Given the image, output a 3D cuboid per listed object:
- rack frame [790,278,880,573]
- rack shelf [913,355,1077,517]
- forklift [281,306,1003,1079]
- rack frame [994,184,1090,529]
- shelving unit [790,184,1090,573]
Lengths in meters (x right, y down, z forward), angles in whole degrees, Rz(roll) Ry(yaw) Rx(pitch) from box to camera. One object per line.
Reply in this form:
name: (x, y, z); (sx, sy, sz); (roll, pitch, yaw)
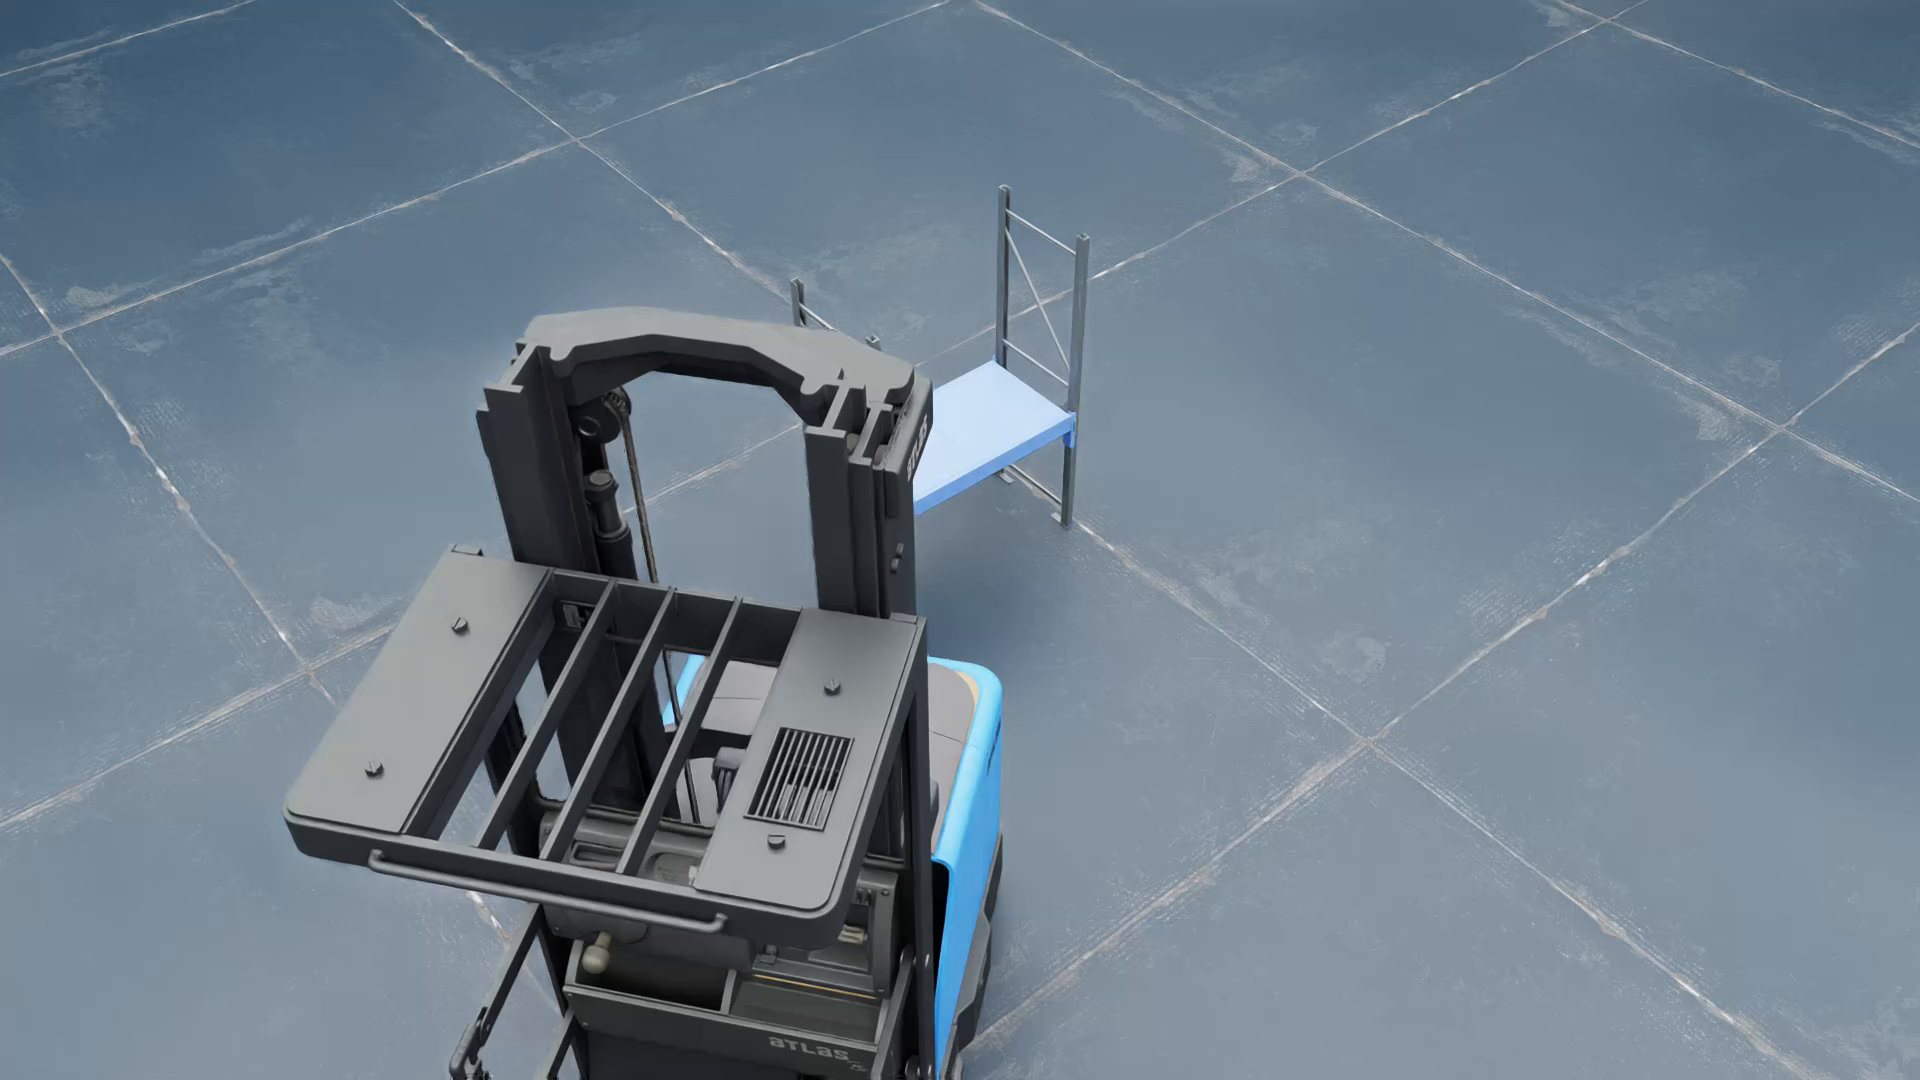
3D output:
rack frame: (-0.455, -0.286, 6.513); (0.032, 1.500, 0.500); (-30, 51, -28)
rack shelf: (-0.065, -0.378, 6.873); (1.000, 0.185, 0.538); (-30, 51, -28)
forklift: (-0.663, 1.038, 4.058); (1.130, 2.935, 3.031); (8, 44, 9)
rack frame: (0.325, -0.732, 6.988); (0.032, 1.500, 0.500); (-30, 51, -28)
shelving unit: (-0.065, -0.509, 6.750); (1.048, 1.500, 0.538); (-30, 51, -28)
